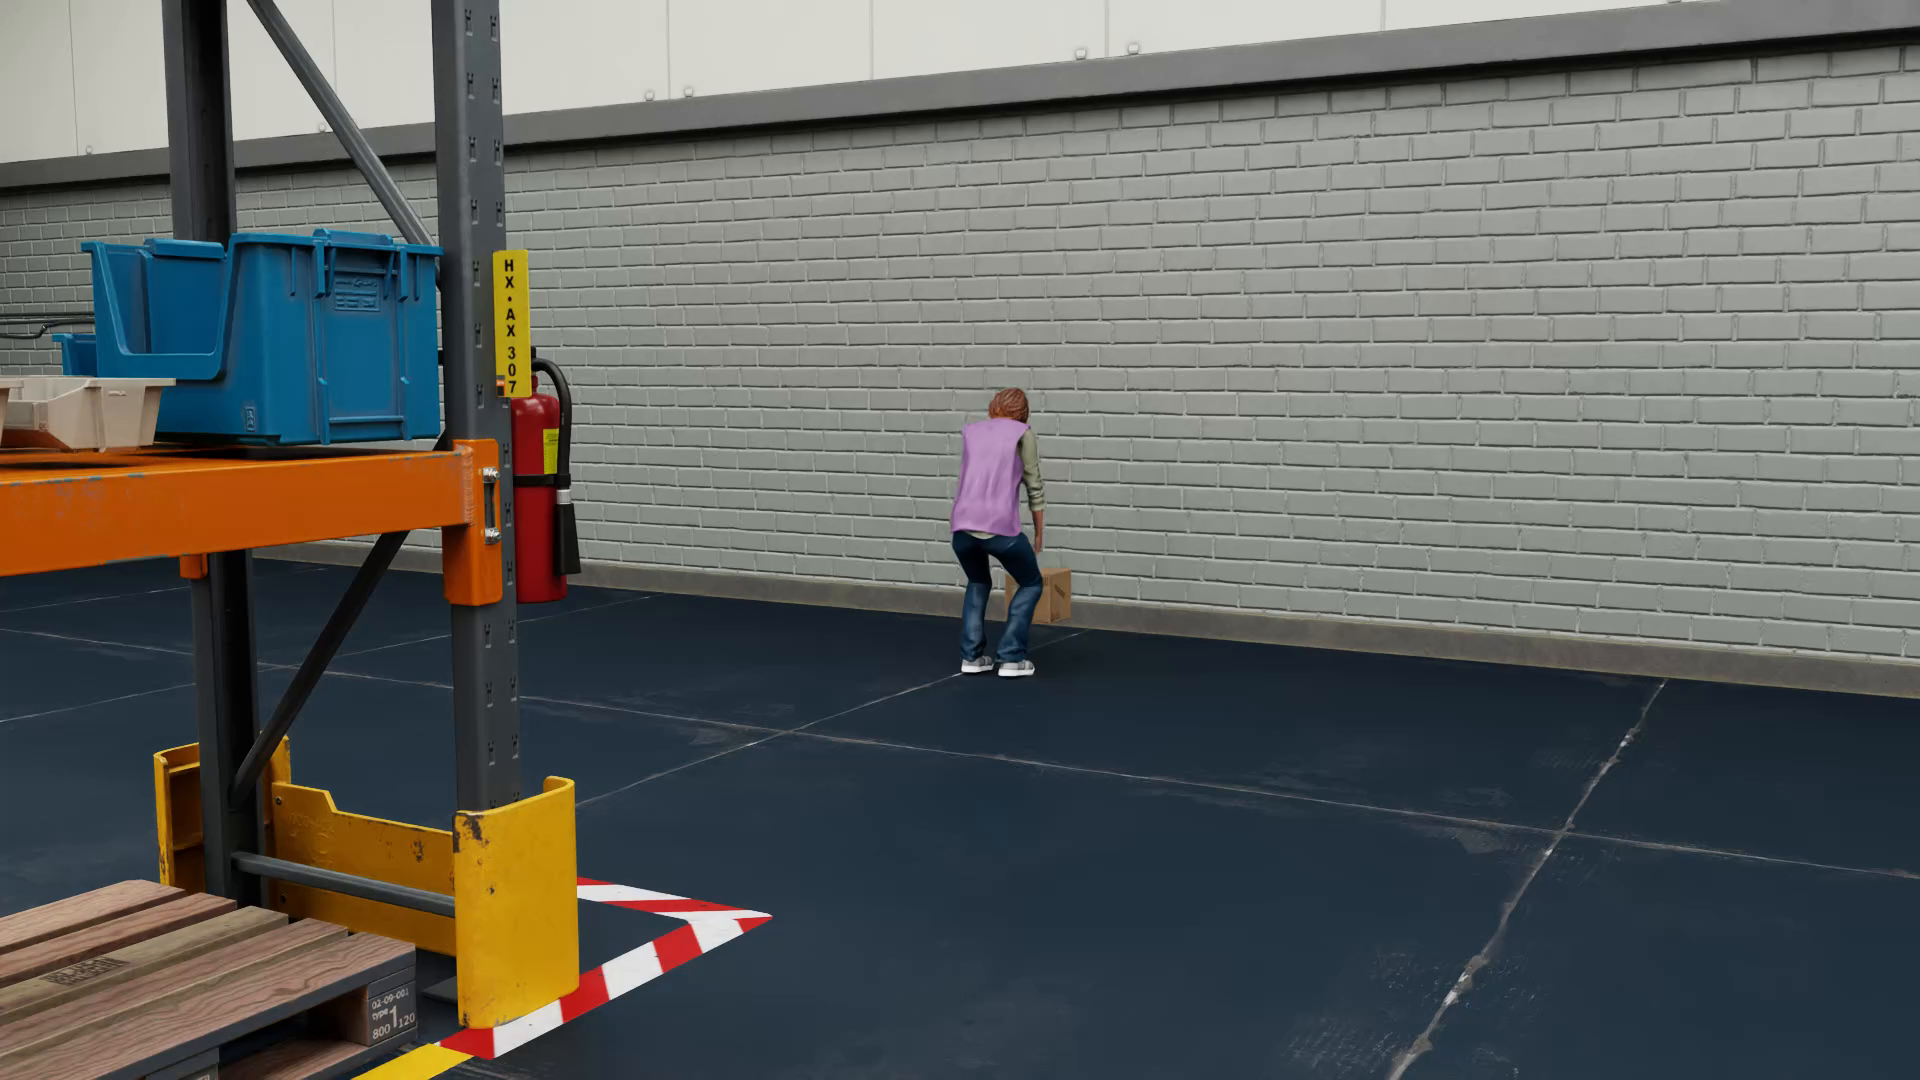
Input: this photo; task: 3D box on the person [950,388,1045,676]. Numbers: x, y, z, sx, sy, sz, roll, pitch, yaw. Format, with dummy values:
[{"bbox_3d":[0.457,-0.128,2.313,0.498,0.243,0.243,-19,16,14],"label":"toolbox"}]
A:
[{"bbox_3d":[0.161,-0.039,8.000,0.460,1.376,0.601,3,7,29],"label":"person"}]
